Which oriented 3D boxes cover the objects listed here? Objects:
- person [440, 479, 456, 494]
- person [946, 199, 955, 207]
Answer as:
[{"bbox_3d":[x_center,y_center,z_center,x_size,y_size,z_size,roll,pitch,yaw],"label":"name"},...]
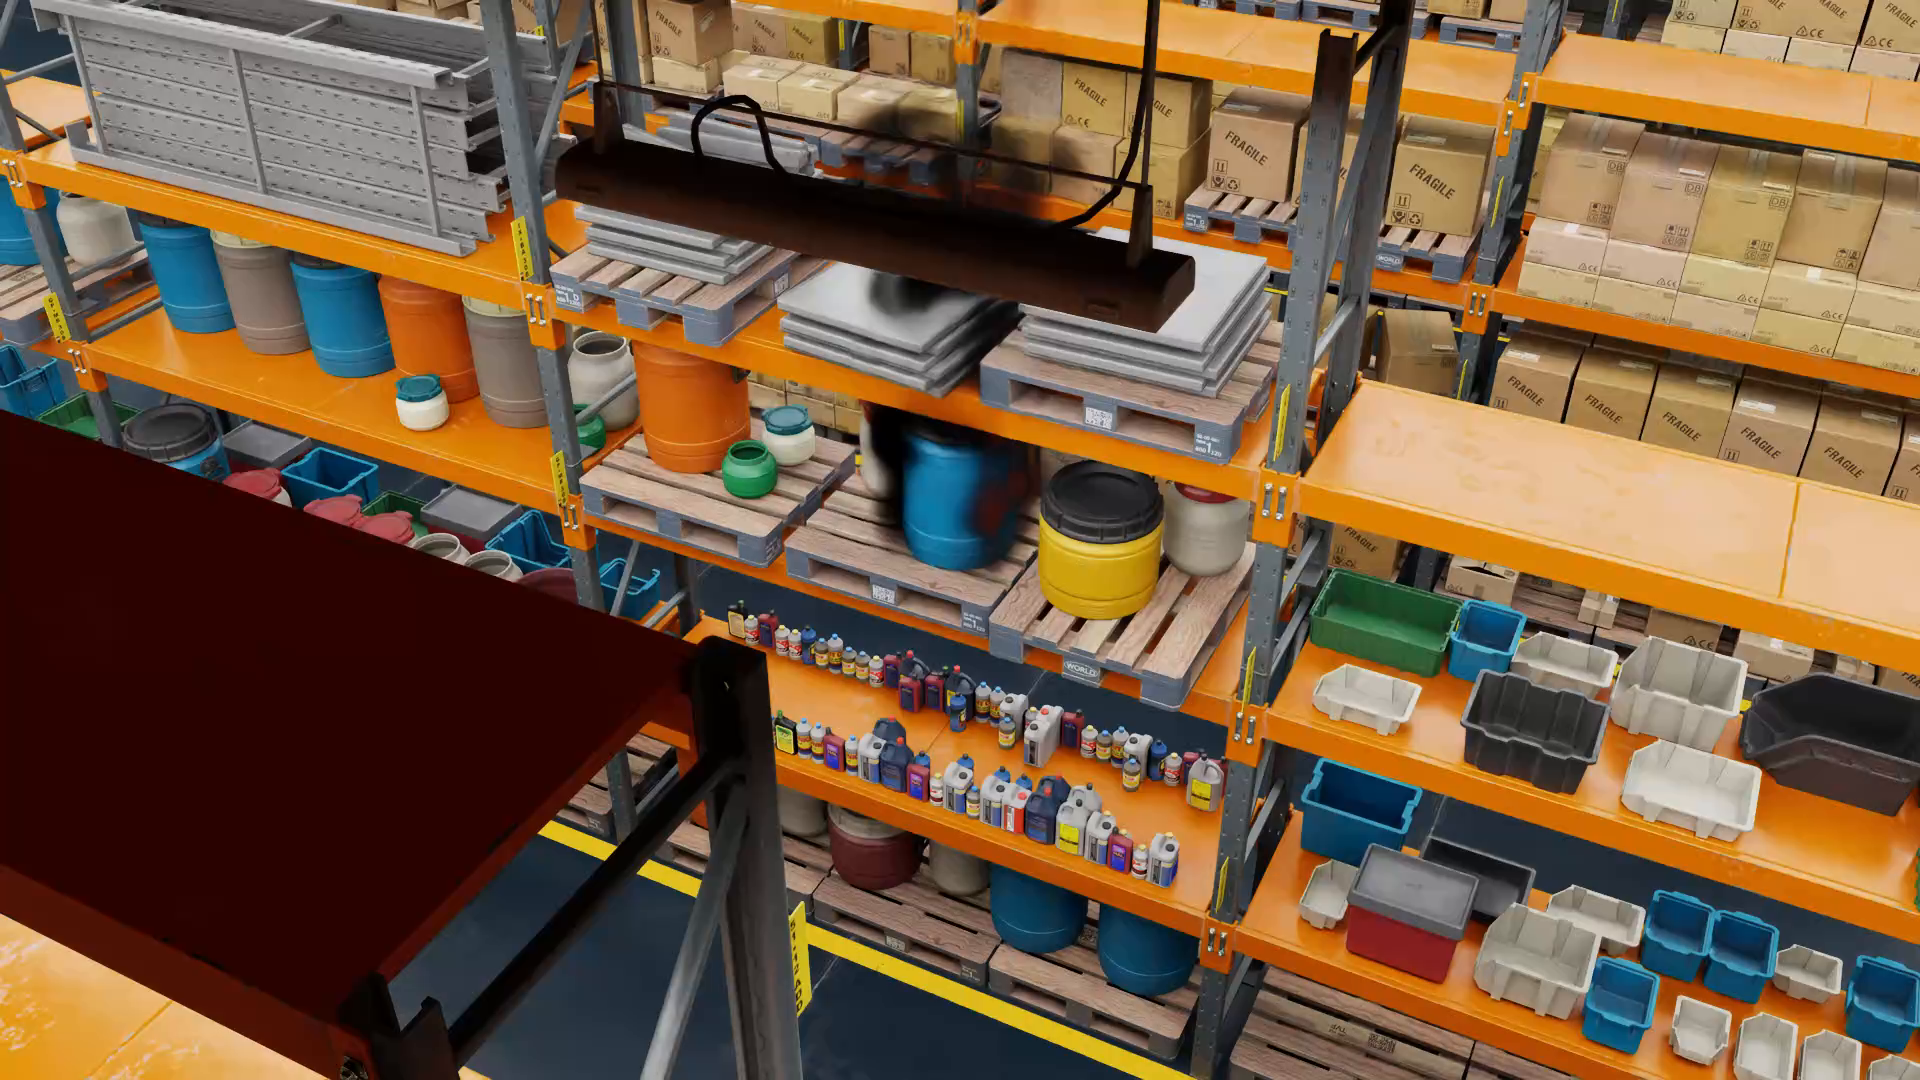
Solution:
[{"bbox_3d":[-4.434,-0.998,13.937,0.526,1.554,0.517,10,36,14],"label":"person"},{"bbox_3d":[0.024,-2.626,16.131,0.894,1.650,0.612,13,37,18],"label":"person"}]
